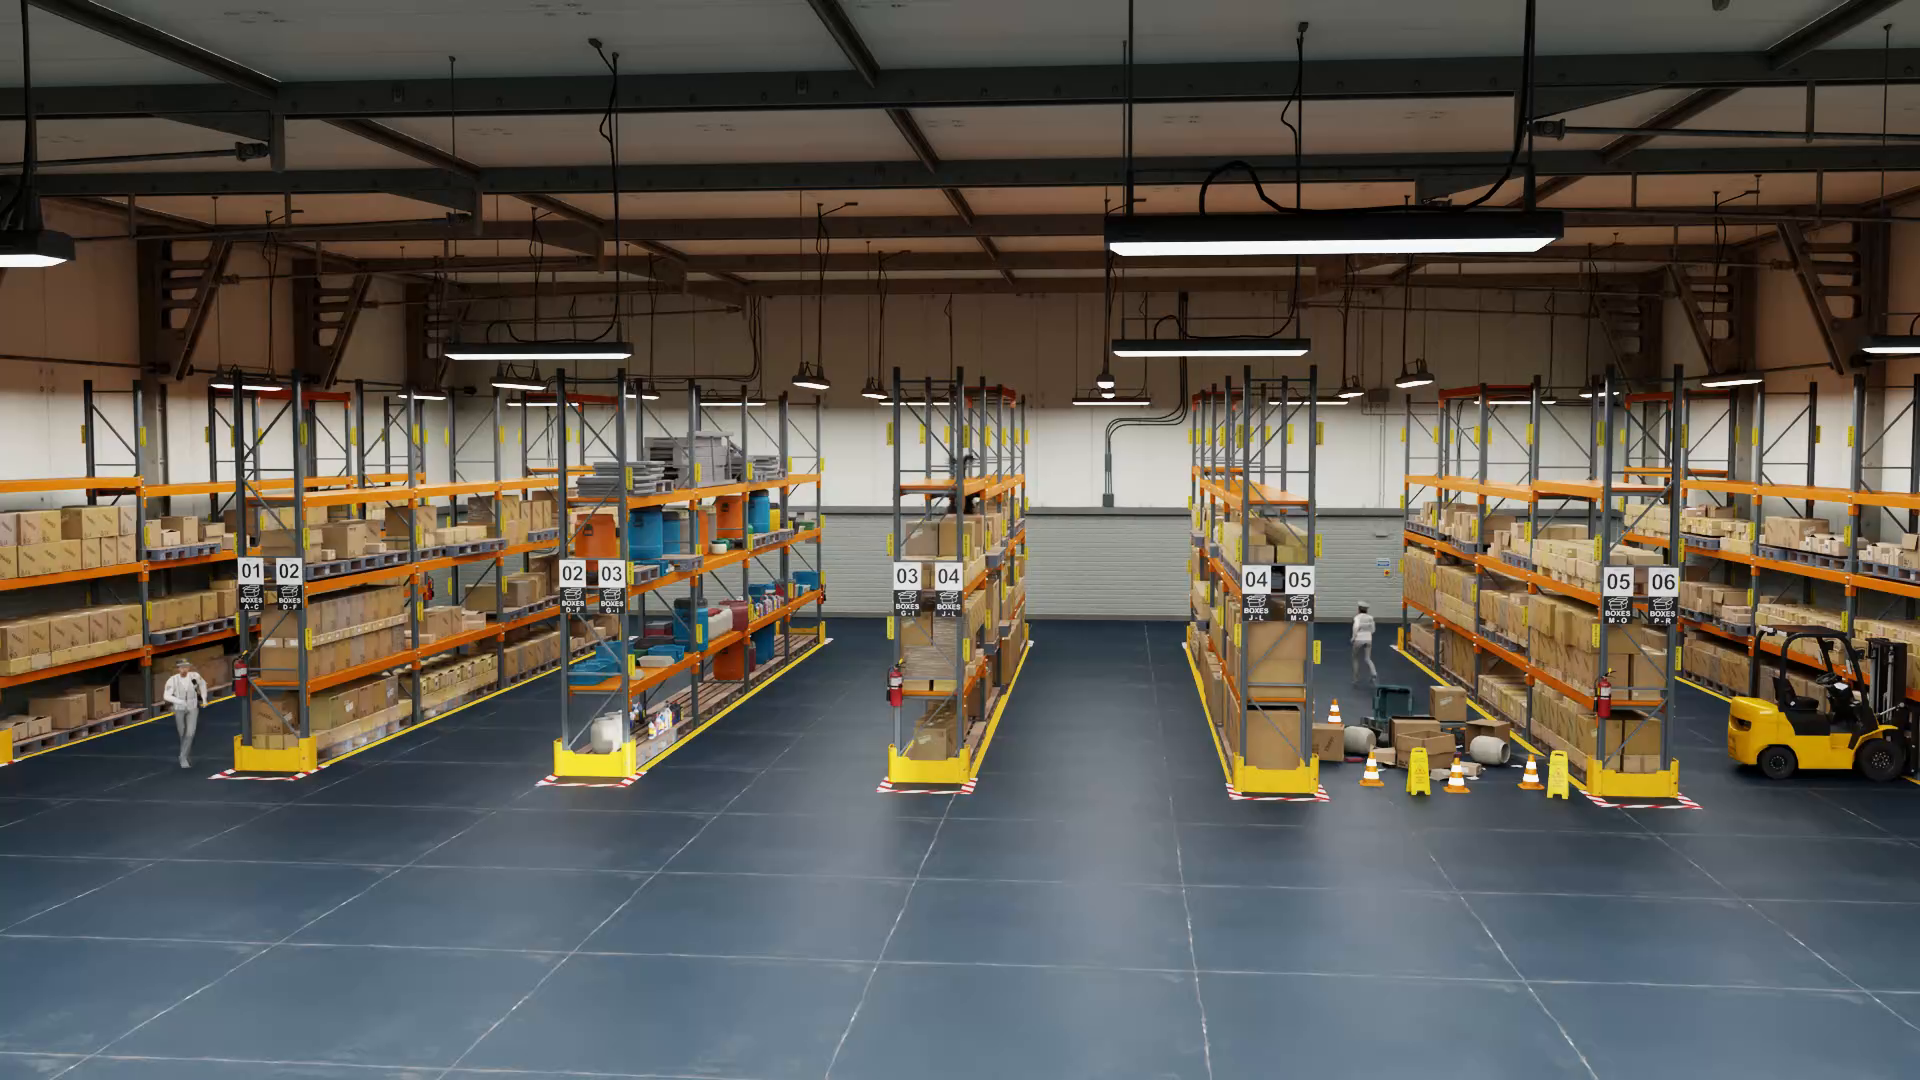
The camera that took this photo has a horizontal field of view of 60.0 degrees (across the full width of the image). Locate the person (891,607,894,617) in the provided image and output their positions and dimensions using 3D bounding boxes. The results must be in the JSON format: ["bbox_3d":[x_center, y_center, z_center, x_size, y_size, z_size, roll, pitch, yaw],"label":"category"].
[{"bbox_3d":[-1.139,1.849,34.899,0.603,1.825,0.835,1,4,13],"label":"person"}]

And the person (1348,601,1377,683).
[{"bbox_3d":[8.125,2.086,33.447,0.582,1.700,0.926,-1,4,-13],"label":"person"}]

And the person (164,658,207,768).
[{"bbox_3d":[-11.832,2.607,25.424,0.583,1.693,0.757,-1,4,-21],"label":"person"}]
